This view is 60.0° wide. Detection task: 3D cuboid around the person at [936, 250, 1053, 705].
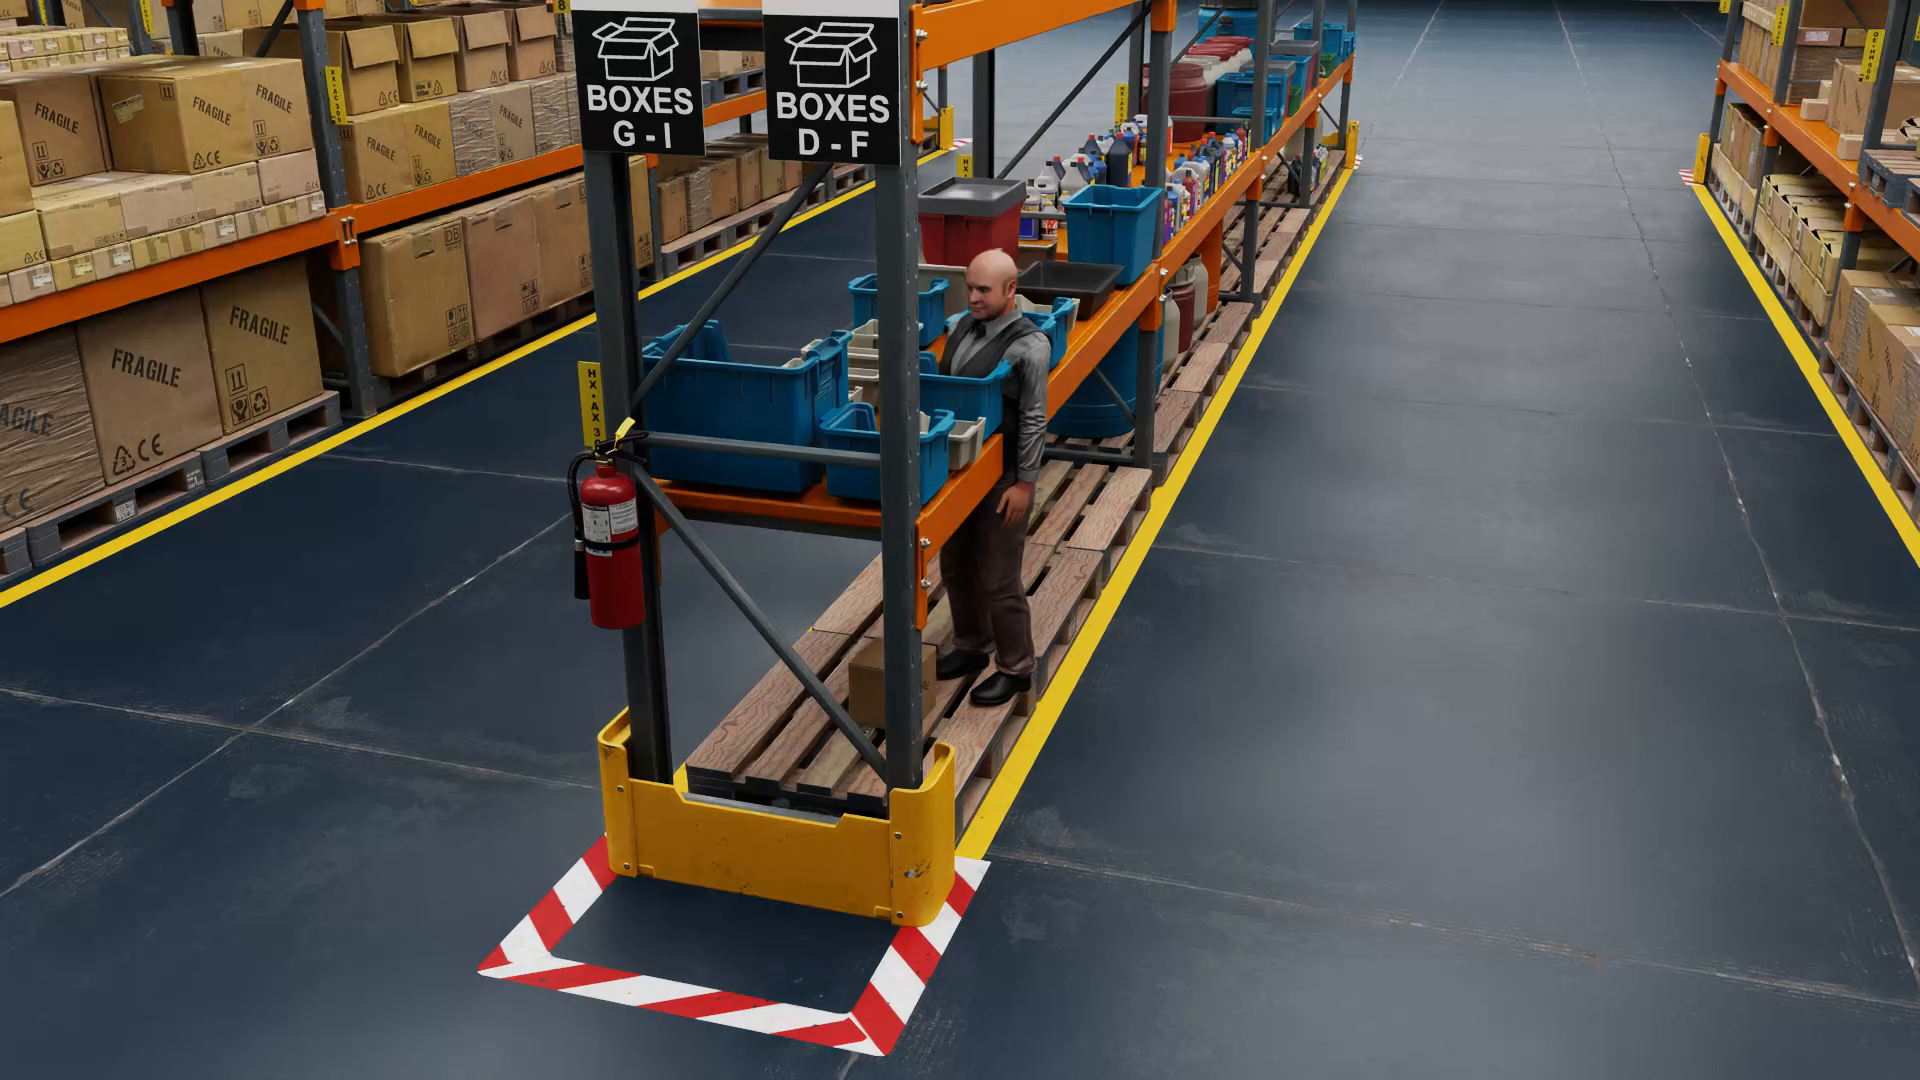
[{"bbox_3d":[0.105,-0.180,6.234,0.358,1.608,0.534,-17,27,-36],"label":"person"}]
